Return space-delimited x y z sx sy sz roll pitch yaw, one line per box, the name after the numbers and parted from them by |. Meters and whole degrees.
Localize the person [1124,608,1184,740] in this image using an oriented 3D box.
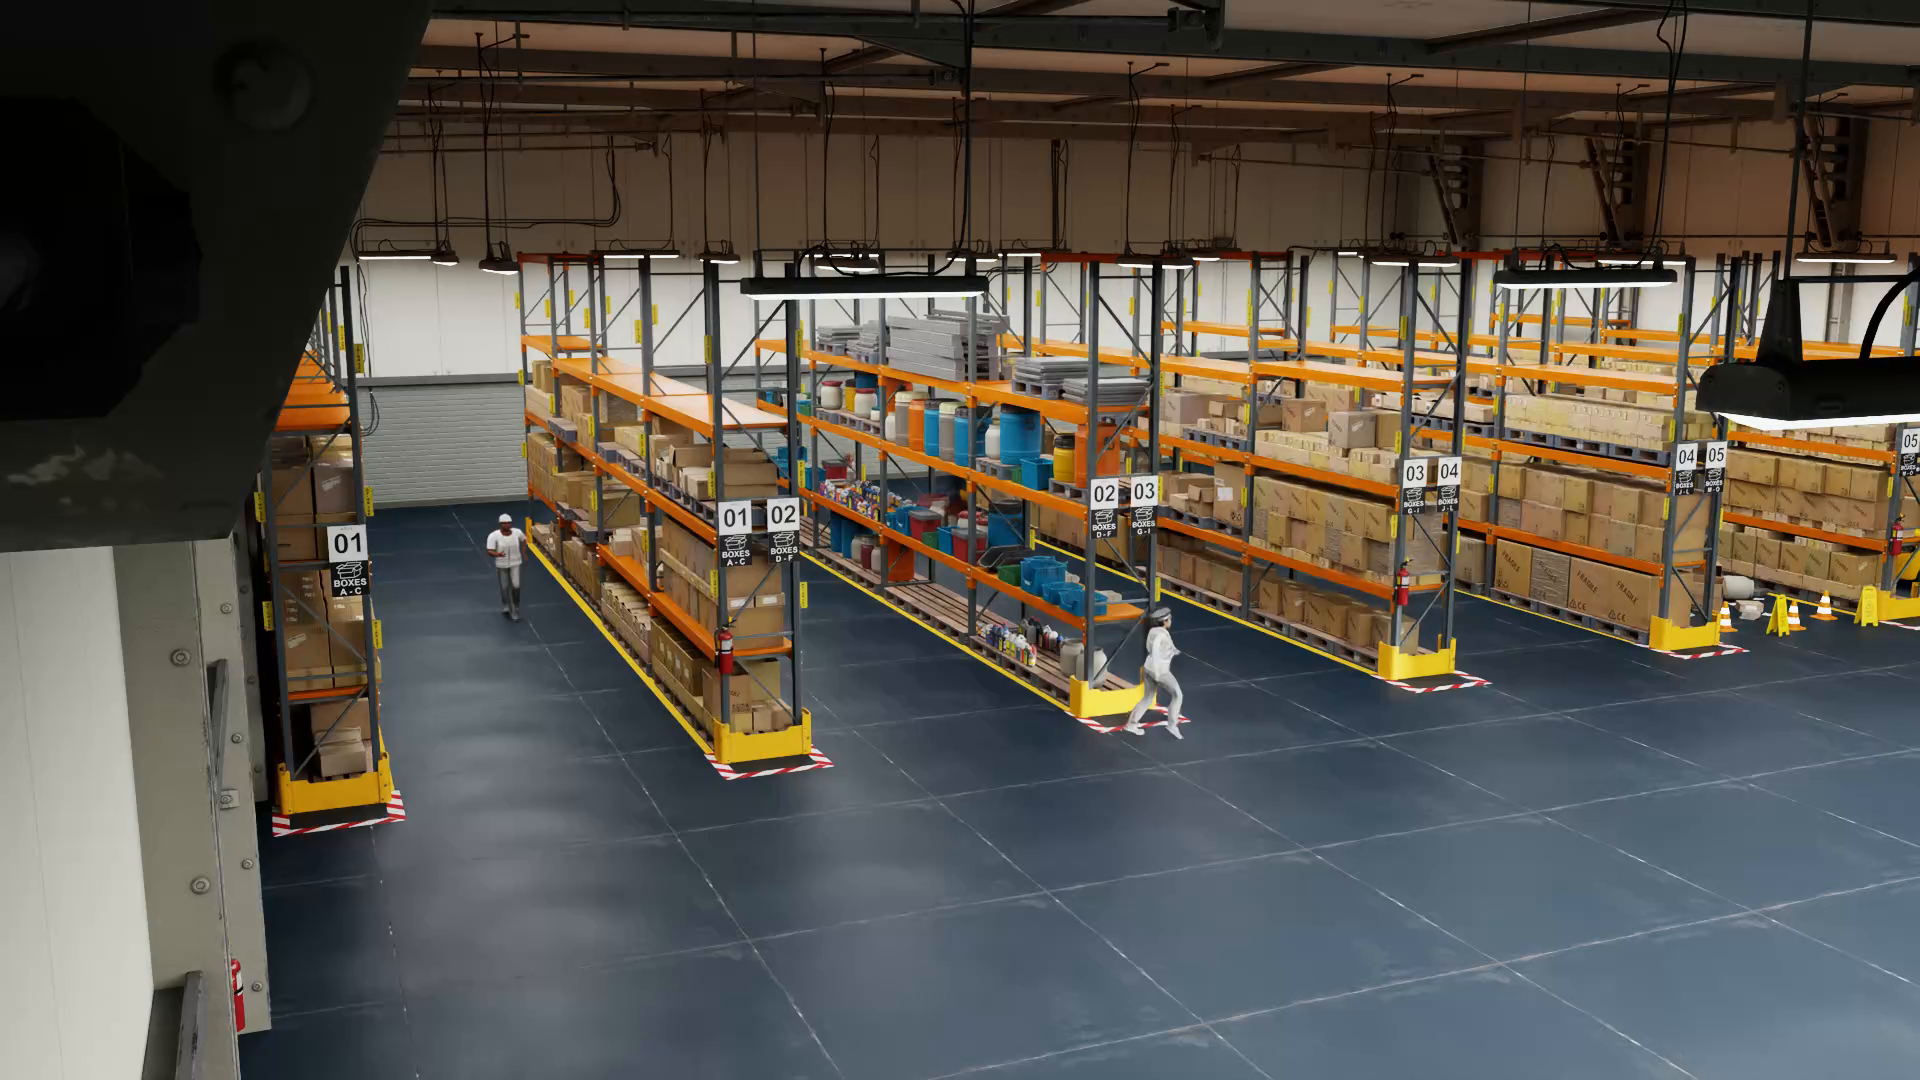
2.462 1.717 21.081 0.785 1.728 0.658 -3 11 -17 | person

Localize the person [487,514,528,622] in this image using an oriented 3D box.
-7.522 0.455 27.685 0.654 1.812 0.833 -3 11 -16 | person

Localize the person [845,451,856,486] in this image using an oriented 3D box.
-2.516 -1.215 37.342 0.683 1.532 0.509 7 13 35 | person
